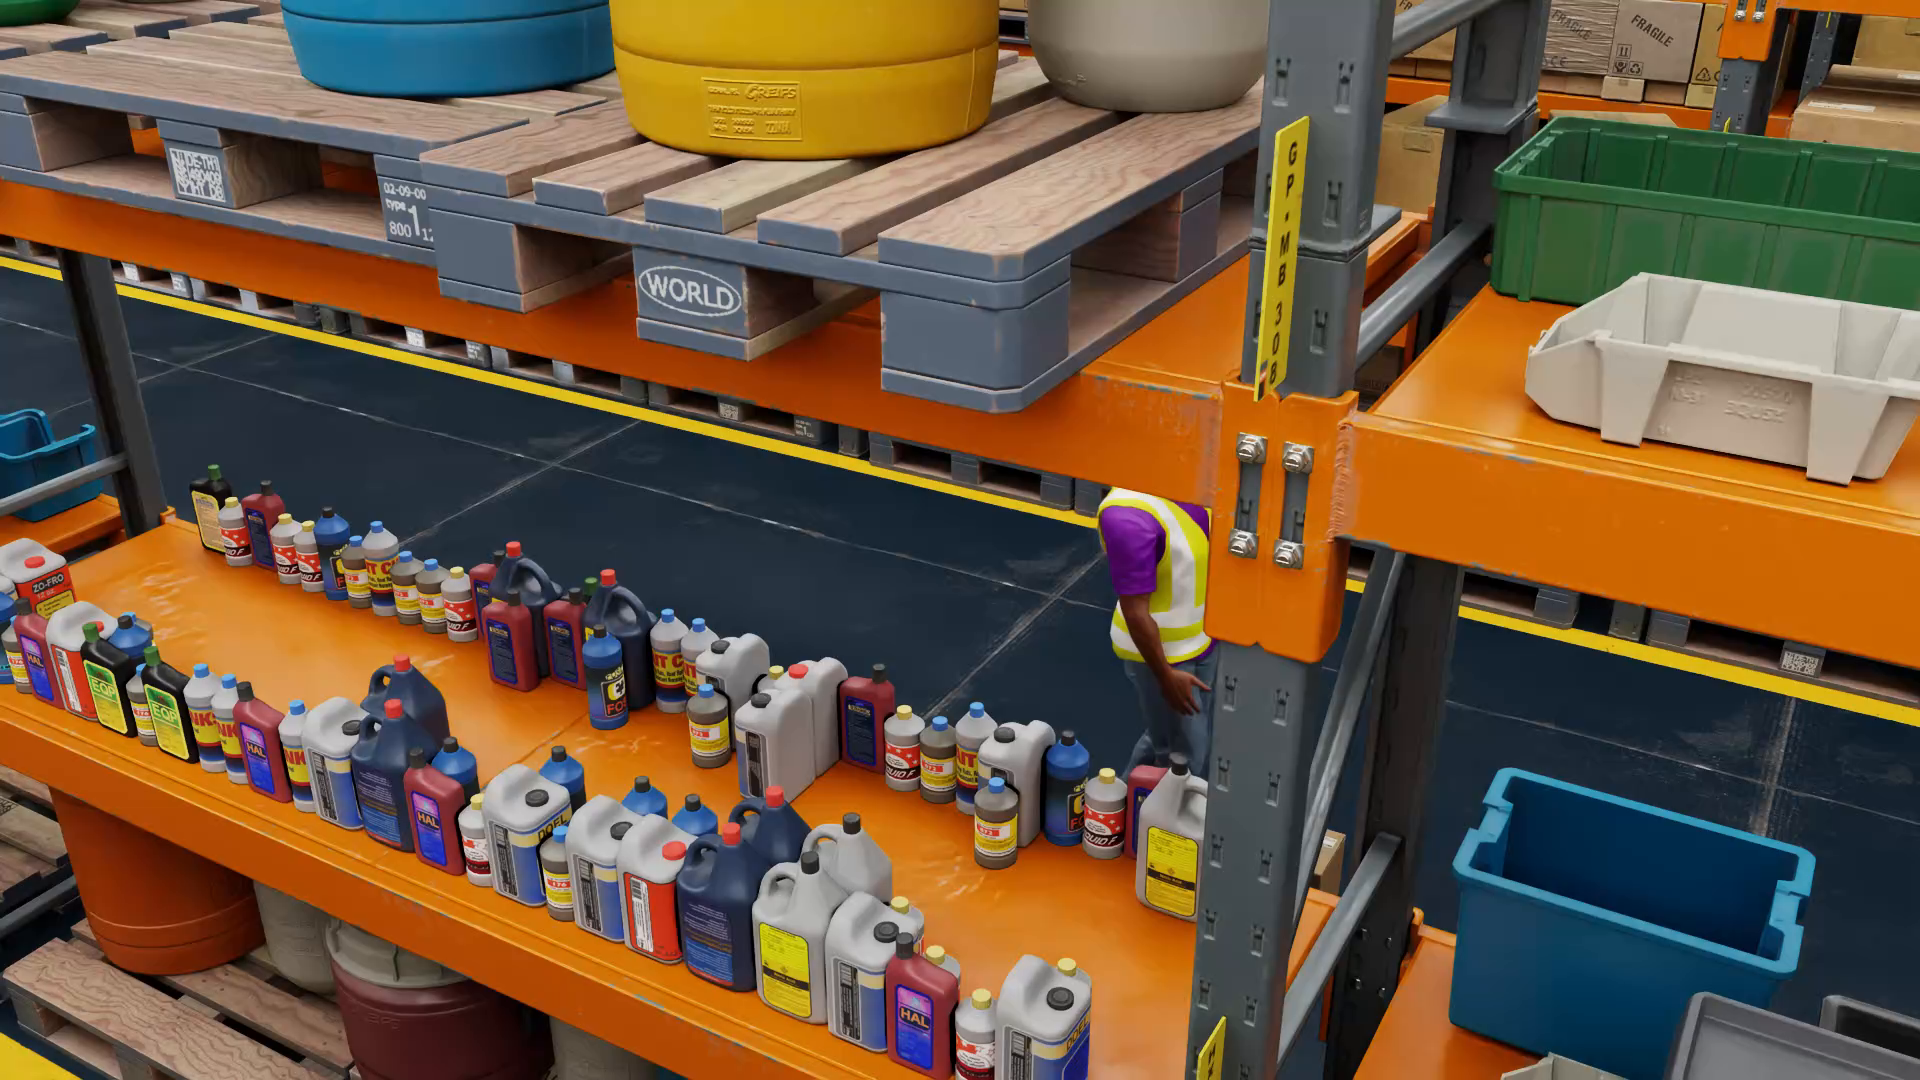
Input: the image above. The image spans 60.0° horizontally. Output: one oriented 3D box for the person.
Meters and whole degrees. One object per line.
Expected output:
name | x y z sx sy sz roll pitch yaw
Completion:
person | 0.715 0.375 5.444 0.515 1.845 0.585 15 30 27
